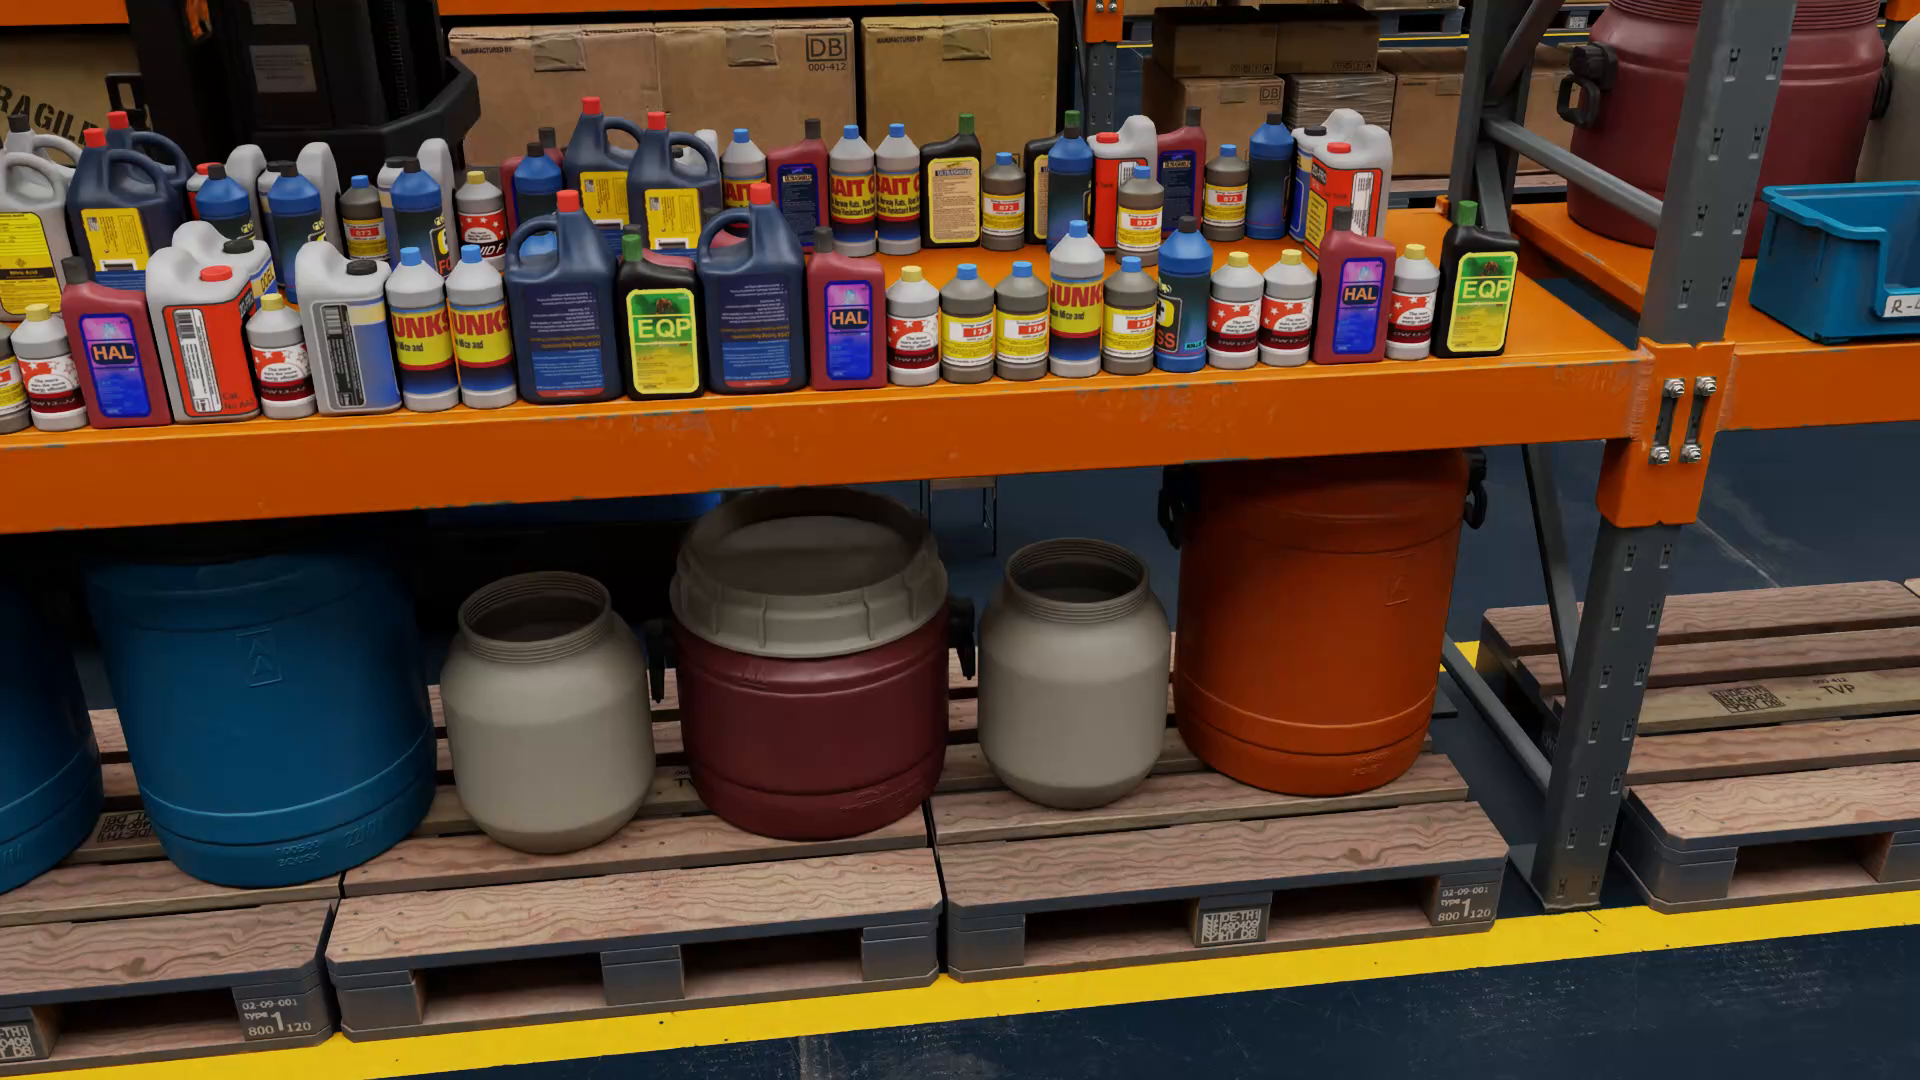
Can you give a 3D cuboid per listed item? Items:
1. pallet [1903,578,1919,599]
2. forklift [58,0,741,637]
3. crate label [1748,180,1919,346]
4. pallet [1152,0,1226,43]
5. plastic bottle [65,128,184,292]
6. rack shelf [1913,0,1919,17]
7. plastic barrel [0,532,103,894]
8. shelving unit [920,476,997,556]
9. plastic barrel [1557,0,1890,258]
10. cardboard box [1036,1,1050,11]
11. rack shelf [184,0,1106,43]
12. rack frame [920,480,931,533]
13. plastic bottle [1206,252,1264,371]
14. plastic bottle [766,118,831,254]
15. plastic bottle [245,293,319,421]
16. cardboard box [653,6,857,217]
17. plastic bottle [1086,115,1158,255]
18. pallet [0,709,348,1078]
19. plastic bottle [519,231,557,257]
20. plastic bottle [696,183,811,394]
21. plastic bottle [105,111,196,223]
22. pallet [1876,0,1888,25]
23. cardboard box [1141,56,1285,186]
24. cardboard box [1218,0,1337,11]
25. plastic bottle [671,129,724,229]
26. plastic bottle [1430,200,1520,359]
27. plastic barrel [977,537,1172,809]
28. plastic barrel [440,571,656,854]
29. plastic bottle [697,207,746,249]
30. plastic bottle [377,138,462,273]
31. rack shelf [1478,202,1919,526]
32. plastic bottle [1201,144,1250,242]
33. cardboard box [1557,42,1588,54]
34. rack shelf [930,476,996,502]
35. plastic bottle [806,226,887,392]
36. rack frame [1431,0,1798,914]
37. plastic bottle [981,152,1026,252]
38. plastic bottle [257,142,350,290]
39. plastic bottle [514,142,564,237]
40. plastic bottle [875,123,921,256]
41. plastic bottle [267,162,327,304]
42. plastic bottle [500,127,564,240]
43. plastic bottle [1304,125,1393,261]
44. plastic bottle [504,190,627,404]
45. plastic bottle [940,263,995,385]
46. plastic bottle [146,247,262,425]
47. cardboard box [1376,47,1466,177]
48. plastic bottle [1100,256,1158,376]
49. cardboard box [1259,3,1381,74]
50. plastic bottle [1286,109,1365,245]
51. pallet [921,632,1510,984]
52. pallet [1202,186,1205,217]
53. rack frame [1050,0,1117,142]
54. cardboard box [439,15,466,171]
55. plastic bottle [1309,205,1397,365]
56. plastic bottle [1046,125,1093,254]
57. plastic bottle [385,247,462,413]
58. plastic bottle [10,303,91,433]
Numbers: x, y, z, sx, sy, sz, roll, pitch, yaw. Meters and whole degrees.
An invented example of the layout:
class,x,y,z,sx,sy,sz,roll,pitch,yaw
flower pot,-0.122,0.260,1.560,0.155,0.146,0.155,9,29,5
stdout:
class,x,y,z,sx,sy,sz,roll,pitch,yaw
pallet,3.255,0.389,4.260,1.213,0.211,1.003,-4,27,-7
forklift,-2.213,-1.278,4.530,3.031,2.935,1.130,-2,27,-3
crate label,1.747,-0.527,3.174,0.416,0.233,0.303,-4,27,-7
pallet,1.993,-4.083,12.976,1.213,0.211,1.003,-4,27,-7
plastic bottle,-1.616,-0.620,3.227,0.185,0.351,0.144,-4,27,-7
rack shelf,6.529,-3.044,8.685,4.000,0.370,1.077,-4,27,-7
plastic barrel,-2.143,0.231,3.353,0.708,0.901,0.600,-4,27,-7
shelving unit,-0.008,-0.400,5.044,0.210,0.900,0.258,-4,27,-7
plastic barrel,1.695,-0.971,3.707,0.708,0.536,0.600,-4,27,-7
cardboard box,0.612,-4.415,12.574,0.750,0.750,1.050,-4,27,-8
rack shelf,-1.393,-2.535,7.694,4.000,0.370,1.077,-4,27,-7
rack frame,-0.109,-0.393,5.031,0.006,0.900,0.240,-4,27,-7
plastic bottle,0.494,-0.417,2.994,0.097,0.201,0.097,0,27,0
plastic bottle,-0.347,-0.757,3.568,0.133,0.283,0.061,-4,27,-7
plastic bottle,-1.137,-0.312,2.790,0.097,0.201,0.097,0,27,0
cardboard box,-0.983,-2.137,7.996,0.875,0.875,1.225,-4,27,-7
plastic bottle,0.346,-0.778,3.616,0.135,0.276,0.152,-4,27,-7
pallet,-1.914,0.721,3.613,1.213,0.211,1.003,-4,27,-7
plastic bottle,-0.734,-0.435,2.954,0.097,0.271,0.097,0,27,0
plastic bottle,-0.359,-0.439,2.874,0.185,0.351,0.144,-4,27,-7
plastic bottle,-1.636,-0.685,3.354,0.185,0.351,0.144,-4,27,-7
pallet,7.137,-4.413,13.620,1.213,0.211,1.003,-4,27,-7
cardboard box,1.248,-2.118,8.348,0.500,0.500,0.700,-5,28,-10
cardboard box,2.399,-4.532,12.801,0.750,0.750,1.050,-4,27,-7
plastic bottle,-0.570,-0.719,3.501,0.135,0.276,0.152,-4,27,-7
plastic bottle,0.936,-0.473,3.014,0.133,0.283,0.061,-4,27,-7
plastic barrel,0.248,0.292,3.661,0.421,0.512,0.421,0,27,0
plastic barrel,-0.870,0.363,3.521,0.421,0.512,0.421,0,27,0
plastic bottle,-0.399,-0.454,2.977,0.133,0.283,0.061,-4,27,-7
plastic bottle,-1.114,-0.684,3.433,0.135,0.276,0.152,-4,27,-7
rack shelf,3.258,-0.551,3.826,4.000,0.370,1.077,-4,27,-7
plastic bottle,0.589,-0.773,3.688,0.097,0.201,0.097,0,27,0
cardboard box,3.462,-2.270,8.644,0.500,0.500,0.700,-4,27,-7
rack shelf,-0.008,-0.210,5.141,0.200,0.077,0.258,-4,27,-7
plastic bottle,-0.196,-0.400,2.872,0.133,0.283,0.061,-4,27,-7
rack frame,1.277,-0.744,3.414,0.127,3.000,1.000,-4,27,-7
plastic bottle,0.095,-0.741,3.626,0.097,0.201,0.097,0,27,0
plastic bottle,-1.344,-0.669,3.404,0.135,0.276,0.152,-4,27,-7
plastic bottle,-0.863,-0.683,3.435,0.097,0.271,0.097,0,27,0
plastic bottle,-0.134,-0.757,3.581,0.097,0.271,0.097,0,27,0
plastic bottle,-1.308,-0.612,3.298,0.097,0.271,0.097,0,27,0
plastic bottle,-0.892,-0.722,3.500,0.133,0.283,0.061,-4,27,-7
plastic bottle,0.825,-0.738,3.539,0.135,0.276,0.152,-4,27,-7
plastic bottle,-0.674,-0.419,2.835,0.185,0.351,0.144,-4,27,-7
plastic bottle,0.012,-0.386,2.934,0.097,0.201,0.097,0,27,0
plastic bottle,-1.255,-0.350,2.783,0.135,0.276,0.152,-4,27,-7
cardboard box,2.356,-2.198,8.505,0.500,0.500,0.700,-1,27,-3
plastic bottle,0.302,-0.404,2.970,0.097,0.201,0.097,0,27,0
cardboard box,1.770,-2.494,8.260,0.500,0.250,0.500,-1,27,-1
plastic bottle,0.804,-0.807,3.673,0.135,0.276,0.152,-4,27,-7
pallet,0.502,0.566,3.916,1.213,0.211,1.003,-4,27,-7
pallet,1.361,-1.791,8.509,1.213,0.211,1.003,-4,27,-7
rack frame,0.587,-2.983,7.777,0.127,3.000,1.000,-4,27,-7
cardboard box,-2.743,-2.020,7.768,0.875,0.875,1.225,-4,27,-7
plastic bottle,0.708,-0.458,2.986,0.133,0.283,0.061,-4,27,-7
plastic bottle,0.235,-0.753,3.573,0.097,0.271,0.097,0,27,0
plastic bottle,-0.907,-0.358,2.803,0.097,0.271,0.097,0,27,0
plastic bottle,-1.499,-0.289,2.745,0.097,0.201,0.097,0,27,0
